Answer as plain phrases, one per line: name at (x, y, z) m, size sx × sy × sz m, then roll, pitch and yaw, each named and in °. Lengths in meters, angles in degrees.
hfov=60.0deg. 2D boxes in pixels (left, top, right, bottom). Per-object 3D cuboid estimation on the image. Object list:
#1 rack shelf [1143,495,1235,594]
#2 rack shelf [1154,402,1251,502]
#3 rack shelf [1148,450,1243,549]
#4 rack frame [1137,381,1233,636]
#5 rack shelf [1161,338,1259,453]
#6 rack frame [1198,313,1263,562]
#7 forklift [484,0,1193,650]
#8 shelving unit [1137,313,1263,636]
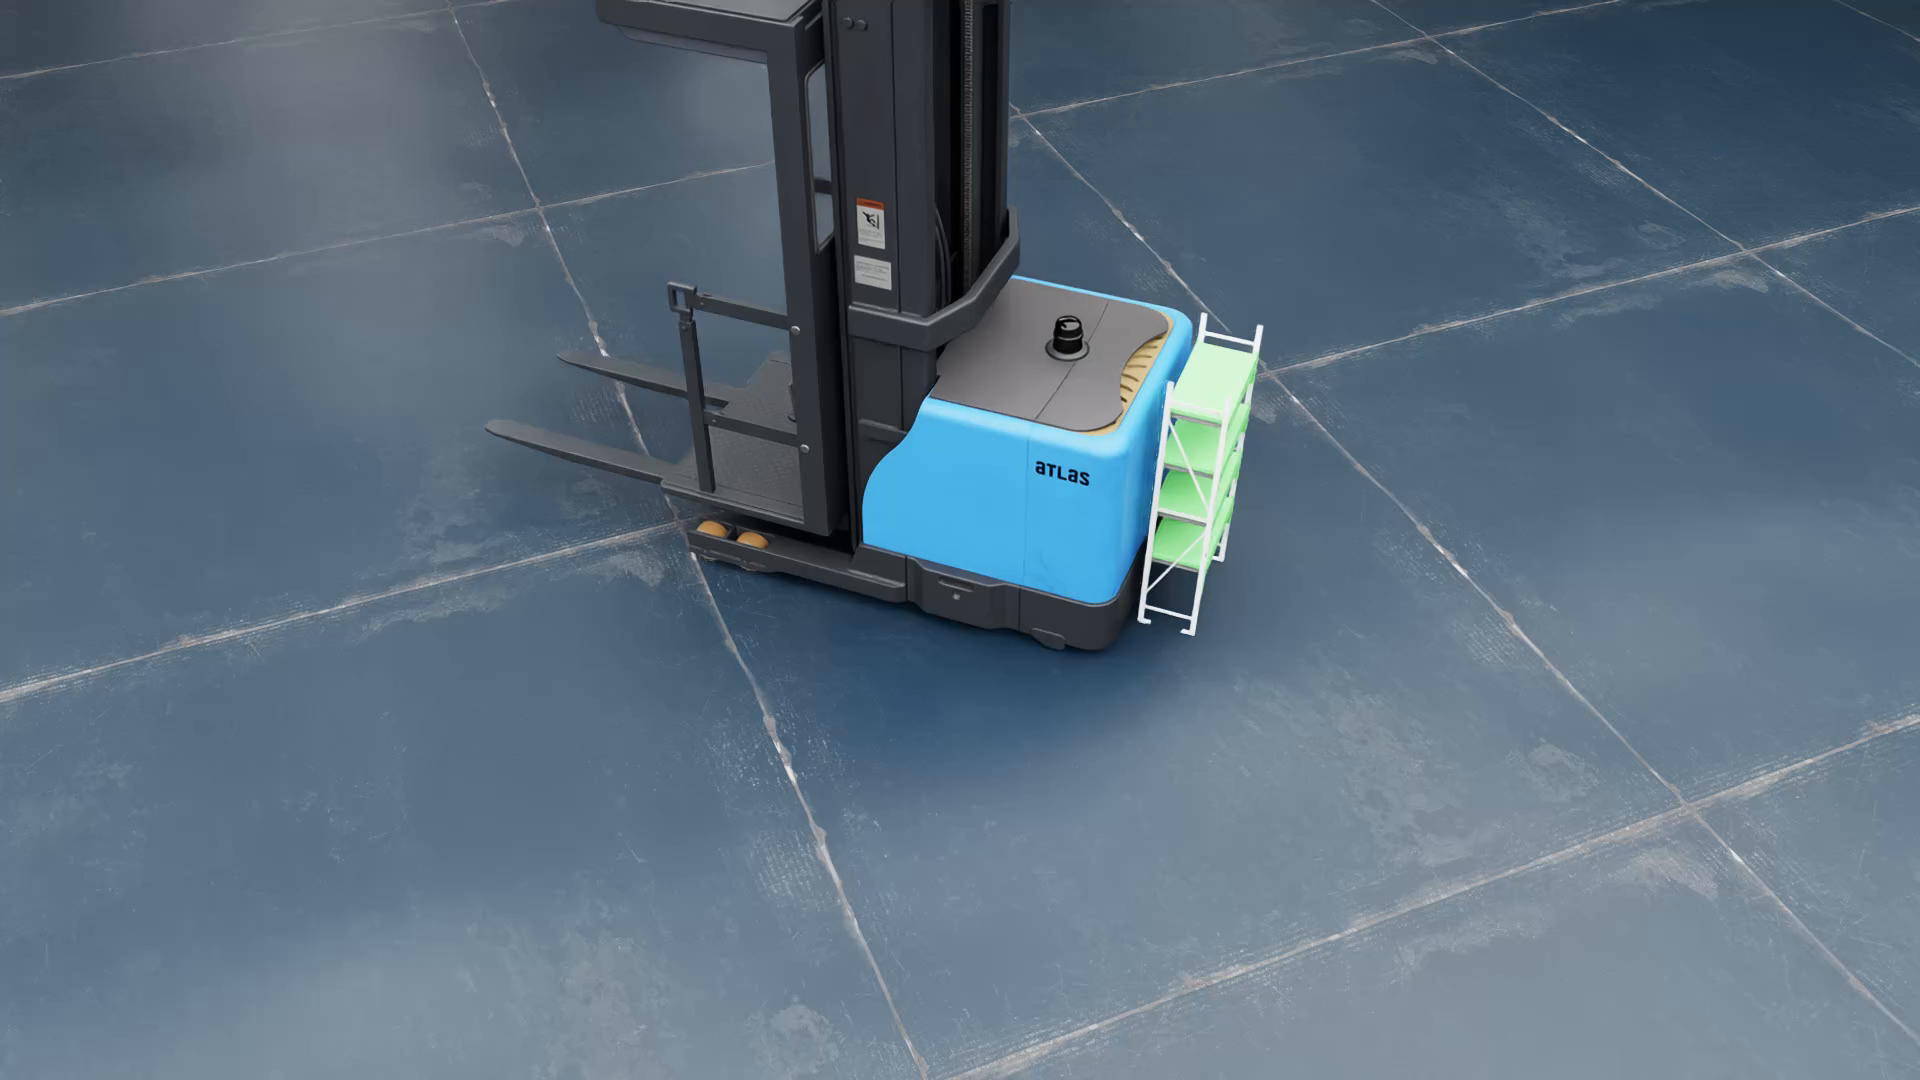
rack shelf at (0.939, -0.014, 6.808) m, size 0.258 × 0.148 × 0.480 m, roll 15°, pitch 43°, yaw 15°
rack shelf at (0.950, -0.376, 6.492) m, size 0.258 × 0.148 × 0.480 m, roll 15°, pitch 43°, yaw 15°
rack shelf at (0.944, -0.195, 6.650) m, size 0.258 × 0.148 × 0.480 m, roll 15°, pitch 43°, yaw 15°
rack frame at (0.859, -0.094, 6.435) m, size 0.240 × 1.200 × 0.015 m, roll 15°, pitch 43°, yaw 15°
rack shelf at (0.955, -0.556, 6.334) m, size 0.258 × 0.148 × 0.480 m, roll 15°, pitch 43°, yaw 15°
rack frame at (1.032, -0.392, 6.781) m, size 0.240 × 1.200 × 0.015 m, roll 15°, pitch 43°, yaw 15°
forklift at (-0.621, -1.282, 6.493) m, size 3.031 × 2.935 × 1.130 m, roll 15°, pitch 43°, yaw 16°
shelving unit at (0.946, -0.243, 6.608) m, size 0.258 × 1.200 × 0.503 m, roll 15°, pitch 43°, yaw 15°
